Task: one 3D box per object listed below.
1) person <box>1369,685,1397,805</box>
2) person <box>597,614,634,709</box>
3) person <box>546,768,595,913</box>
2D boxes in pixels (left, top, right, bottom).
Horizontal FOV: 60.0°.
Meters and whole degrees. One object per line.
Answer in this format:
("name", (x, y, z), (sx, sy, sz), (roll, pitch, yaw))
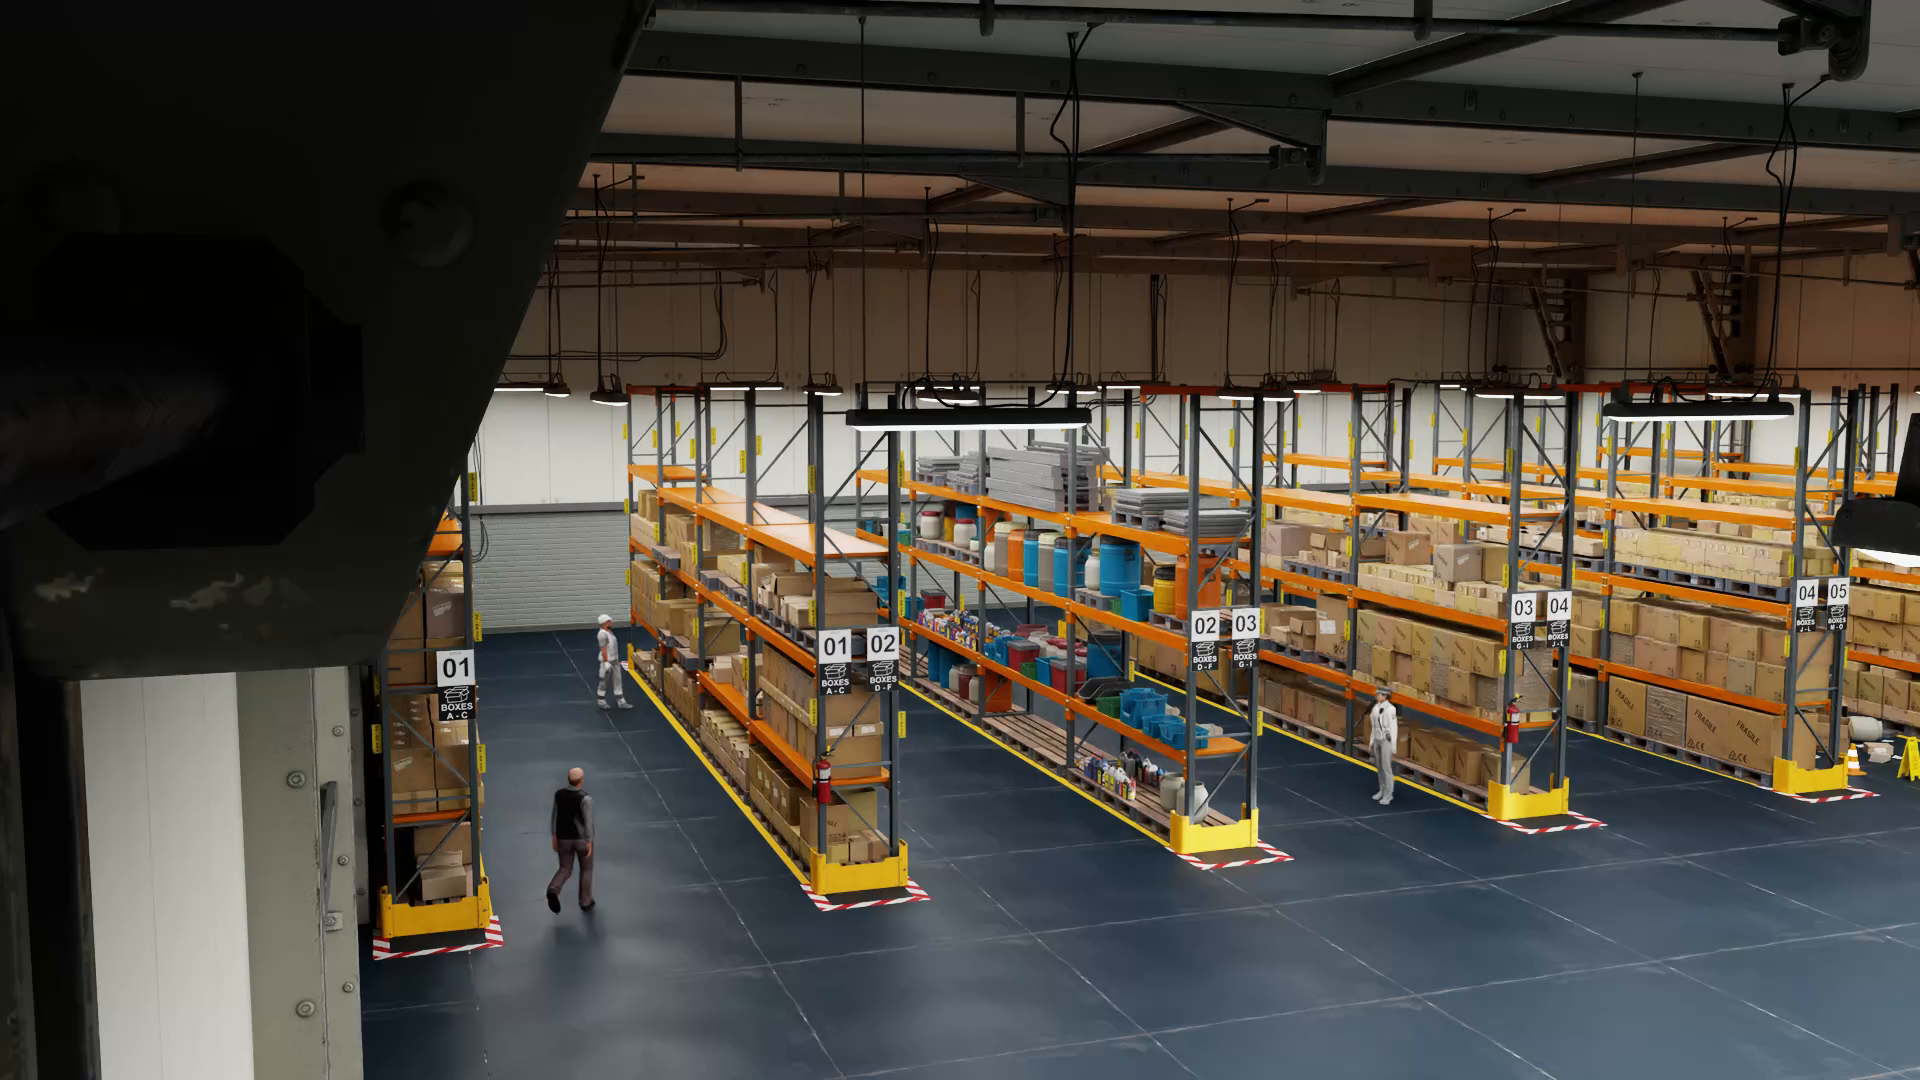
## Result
("person", (6.203, 2.985, 24.406), (0.380, 1.709, 0.589), (-2, 6, -17))
("person", (-6.433, 2.262, 30.826), (0.672, 1.779, 0.547), (2, 6, 22))
("person", (-4.505, 3.495, 19.294), (0.542, 1.703, 0.763), (1, 6, 12))
